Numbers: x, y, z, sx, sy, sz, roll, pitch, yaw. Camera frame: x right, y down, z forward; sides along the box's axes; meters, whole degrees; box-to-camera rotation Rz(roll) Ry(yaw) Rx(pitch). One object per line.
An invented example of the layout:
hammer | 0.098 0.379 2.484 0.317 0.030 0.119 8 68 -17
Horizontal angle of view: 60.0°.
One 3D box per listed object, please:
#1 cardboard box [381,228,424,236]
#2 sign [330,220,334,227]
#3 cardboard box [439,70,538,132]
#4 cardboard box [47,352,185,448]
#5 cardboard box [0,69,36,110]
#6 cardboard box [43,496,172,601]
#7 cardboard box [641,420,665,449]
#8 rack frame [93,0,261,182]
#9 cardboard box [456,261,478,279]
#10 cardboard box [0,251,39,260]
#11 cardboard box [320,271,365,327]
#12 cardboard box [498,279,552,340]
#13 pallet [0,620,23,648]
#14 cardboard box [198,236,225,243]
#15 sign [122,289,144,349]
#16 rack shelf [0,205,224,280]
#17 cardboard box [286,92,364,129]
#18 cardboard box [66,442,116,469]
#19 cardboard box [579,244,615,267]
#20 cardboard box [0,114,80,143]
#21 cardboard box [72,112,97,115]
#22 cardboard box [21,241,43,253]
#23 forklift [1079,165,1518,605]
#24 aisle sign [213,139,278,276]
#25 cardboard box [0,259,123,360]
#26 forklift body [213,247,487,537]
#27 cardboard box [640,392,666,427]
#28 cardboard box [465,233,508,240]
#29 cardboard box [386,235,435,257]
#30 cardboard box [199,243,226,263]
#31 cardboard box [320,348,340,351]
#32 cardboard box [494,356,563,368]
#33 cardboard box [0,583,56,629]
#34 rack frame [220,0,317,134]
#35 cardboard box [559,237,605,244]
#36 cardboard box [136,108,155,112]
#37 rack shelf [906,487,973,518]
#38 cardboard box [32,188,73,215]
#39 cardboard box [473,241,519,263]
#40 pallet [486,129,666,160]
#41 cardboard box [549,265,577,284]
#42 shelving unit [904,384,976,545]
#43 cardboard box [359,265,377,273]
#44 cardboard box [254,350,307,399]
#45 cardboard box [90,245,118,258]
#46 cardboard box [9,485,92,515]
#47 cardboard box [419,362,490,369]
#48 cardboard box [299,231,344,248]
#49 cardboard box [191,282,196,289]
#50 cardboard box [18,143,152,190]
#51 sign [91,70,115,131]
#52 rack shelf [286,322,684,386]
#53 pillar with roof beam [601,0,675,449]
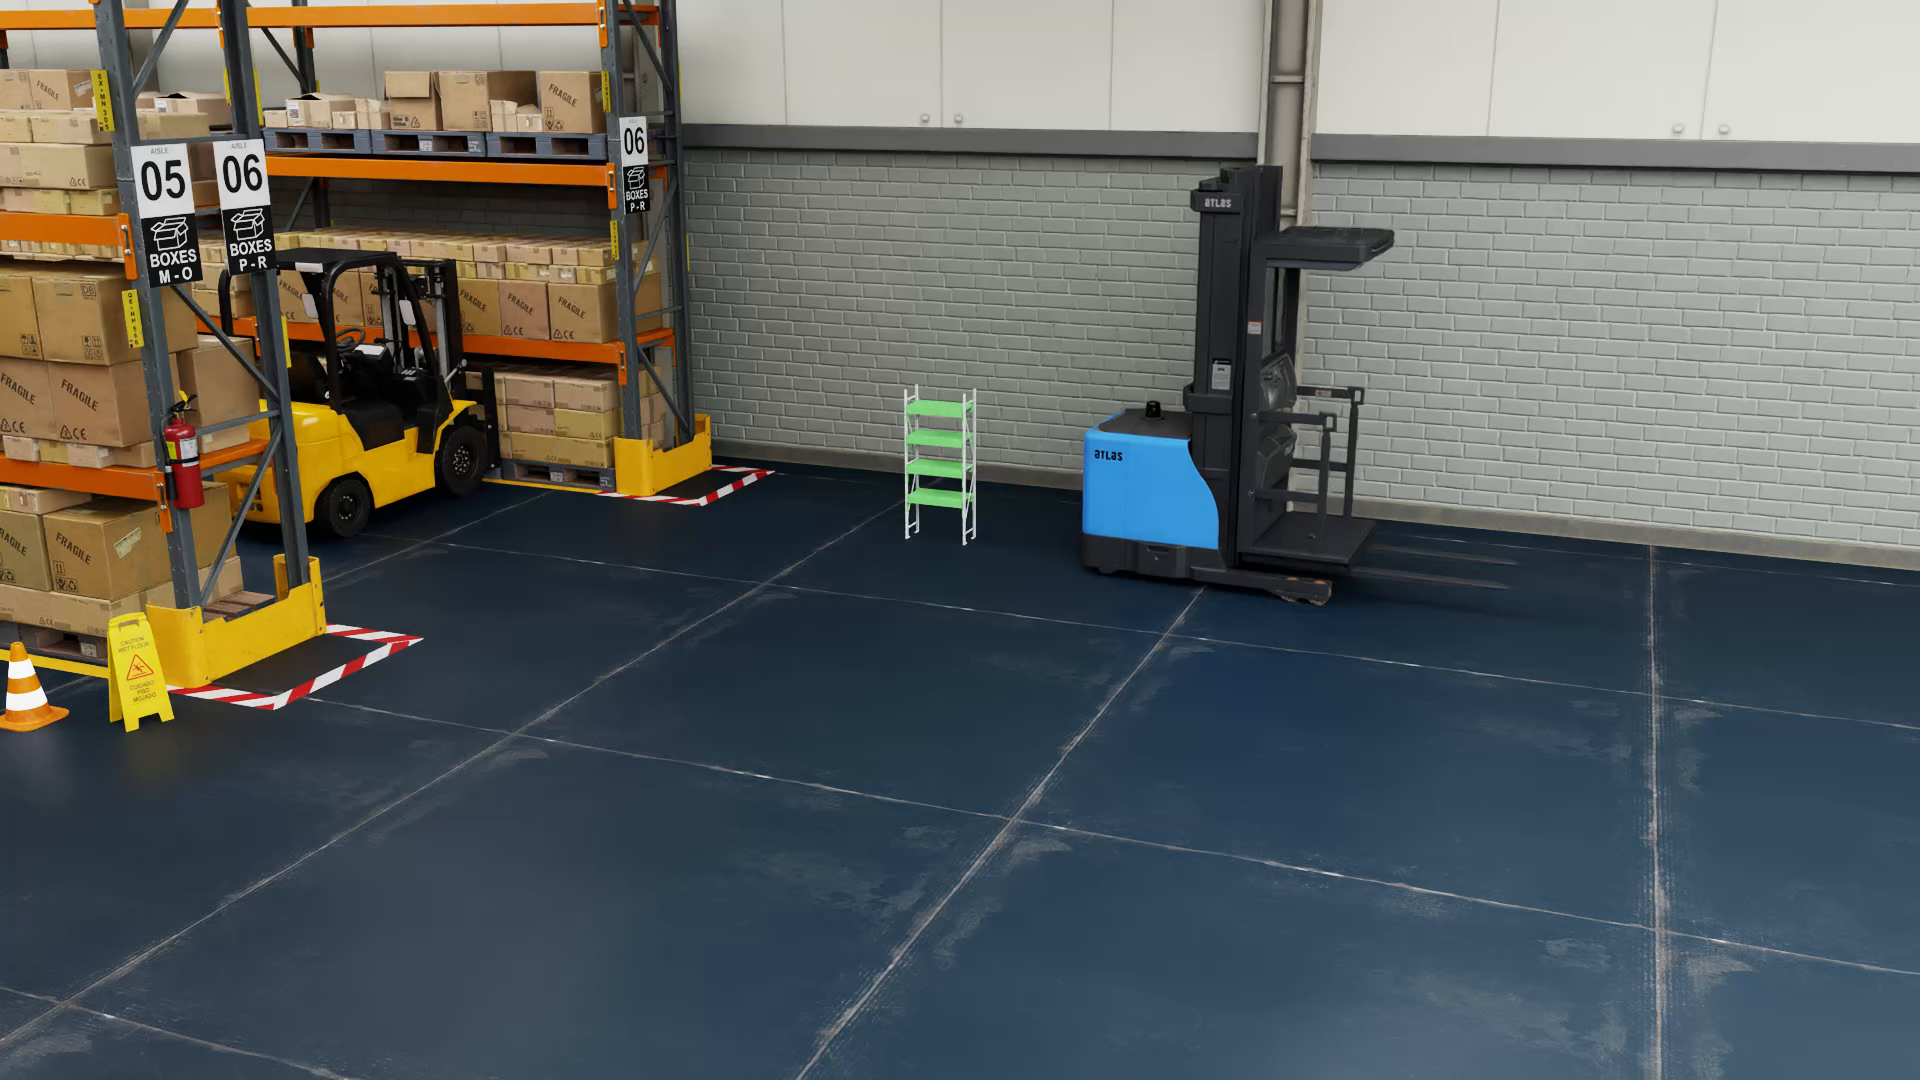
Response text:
cardboard box | -5.272 -2.872 15.811 0.250 0.149 0.380 6 17 20
sign | -6.203 -2.992 16.404 0.005 0.325 0.100 6 17 21
cardboard box | -4.101 -3.836 14.513 0.500 0.500 0.700 6 17 21
cardboard box | -5.108 -0.872 10.083 0.500 0.500 0.500 6 17 20
cardboard box | -9.035 -4.378 16.382 0.500 0.500 0.700 6 17 20
cardboard box | -5.343 0.048 10.463 0.500 0.500 0.500 6 17 21
cardboard box | -3.069 -0.967 15.302 0.500 0.250 0.500 6 17 21
rack frame | -4.502 -3.578 9.357 0.127 3.000 1.000 6 17 21
cardboard box | -4.311 -2.432 14.827 0.250 0.149 0.380 6 17 21
cardboard box | -9.337 -2.811 16.848 0.500 0.250 0.500 7 18 22
cardboard box | -5.597 -2.280 15.467 0.500 0.500 0.500 7 17 22
cardboard box | -3.717 -2.070 14.745 0.500 0.500 0.500 7 18 22
pallet | -6.446 0.417 11.358 1.213 0.211 1.003 6 17 21
cardboard box | -7.361 -2.932 16.552 0.250 0.149 0.380 6 17 20
sign | -4.724 -1.263 9.499 0.005 0.325 0.100 6 17 21
rack shelf | -6.362 -1.996 10.581 4.000 0.370 1.077 6 17 21
cardboard box | -5.720 -3.893 15.050 0.500 0.311 0.500 7 17 22
cardboard box | -5.204 -0.556 10.160 0.250 0.149 0.380 6 17 20
cardboard box | -3.094 -2.469 14.422 0.250 0.149 0.380 6 17 21
cardboard box | -5.394 -2.415 9.753 0.250 0.149 0.380 6 17 20
cardboard box | -5.208 -2.552 10.225 0.250 0.149 0.380 6 17 21
cardboard box | -9.192 -2.983 16.727 0.250 0.149 0.380 6 17 21
forklift | 2.451 -1.122 11.783 3.031 2.935 1.130 7 18 23
aisle sign | -4.330 -2.019 10.086 0.004 0.787 0.394 6 17 21
cardboard box | -5.525 -1.417 10.169 0.500 0.500 0.700 6 17 21
forklift body | -5.117 -1.298 13.786 1.214 2.155 2.313 6 17 21
cardboard box | -3.045 -1.208 15.236 0.500 0.250 0.500 7 17 22
cardboard box | -4.346 -2.742 15.363 0.250 0.149 0.380 6 17 21
cardboard box | -4.990 -2.675 15.133 0.250 0.149 0.380 6 17 20
cardboard box | -7.051 -2.752 15.931 0.250 0.149 0.380 6 17 20
cardboard box | -5.876 -1.755 16.224 0.500 0.250 0.500 7 17 22
cardboard box | -3.989 -1.548 15.512 0.500 0.250 0.500 6 17 20
cardboard box | -5.831 0.354 10.753 0.500 0.250 0.500 6 17 21
rack frame | -6.405 -5.275 15.203 0.127 3.000 1.000 6 17 21
cardboard box | -3.400 -2.636 14.996 0.250 0.149 0.380 7 17 22
cardboard box | -7.539 -3.997 15.699 0.250 0.149 0.380 6 17 20
rack shelf | -0.154 -0.301 13.149 0.480 0.148 0.258 6 17 21
cardboard box | -5.180 -1.998 9.745 0.250 0.149 0.380 6 17 21
cardboard box | -4.076 -2.548 14.696 0.250 0.149 0.380 7 18 22
pallet | -3.332 -3.462 14.496 1.213 0.211 1.003 6 17 21
cardboard box | -3.358 -2.325 14.460 0.250 0.149 0.380 7 17 22
shelving unit | -0.154 -0.593 13.065 0.503 1.200 0.258 6 17 21
cardboard box | -5.265 -2.535 15.184 0.250 0.149 0.380 6 17 20
cardboard box | -6.894 -1.505 16.485 0.625 0.625 0.875 7 18 23
cardboard box | -8.279 -2.861 16.305 0.250 0.149 0.380 6 17 19
cardboard box | -5.709 -0.284 10.442 0.250 0.149 0.380 7 18 22
cardboard box | -4.645 -1.466 15.227 0.500 0.250 0.500 6 17 20
cardboard box | -5.934 -2.788 15.520 0.250 0.149 0.380 7 17 21
cardboard box | -7.437 -2.596 16.110 0.500 0.250 0.500 6 17 19
cardboard box | -5.076 -2.191 9.695 0.500 0.250 0.500 6 17 20
sign | -4.724 -2.421 9.163 0.005 0.325 0.100 6 17 21
rack shelf | -4.544 -1.844 15.434 4.000 0.370 1.077 6 17 21
pillar with roof beam | -4.580 -4.054 10.998 0.400 9.000 9.100 6 17 21
